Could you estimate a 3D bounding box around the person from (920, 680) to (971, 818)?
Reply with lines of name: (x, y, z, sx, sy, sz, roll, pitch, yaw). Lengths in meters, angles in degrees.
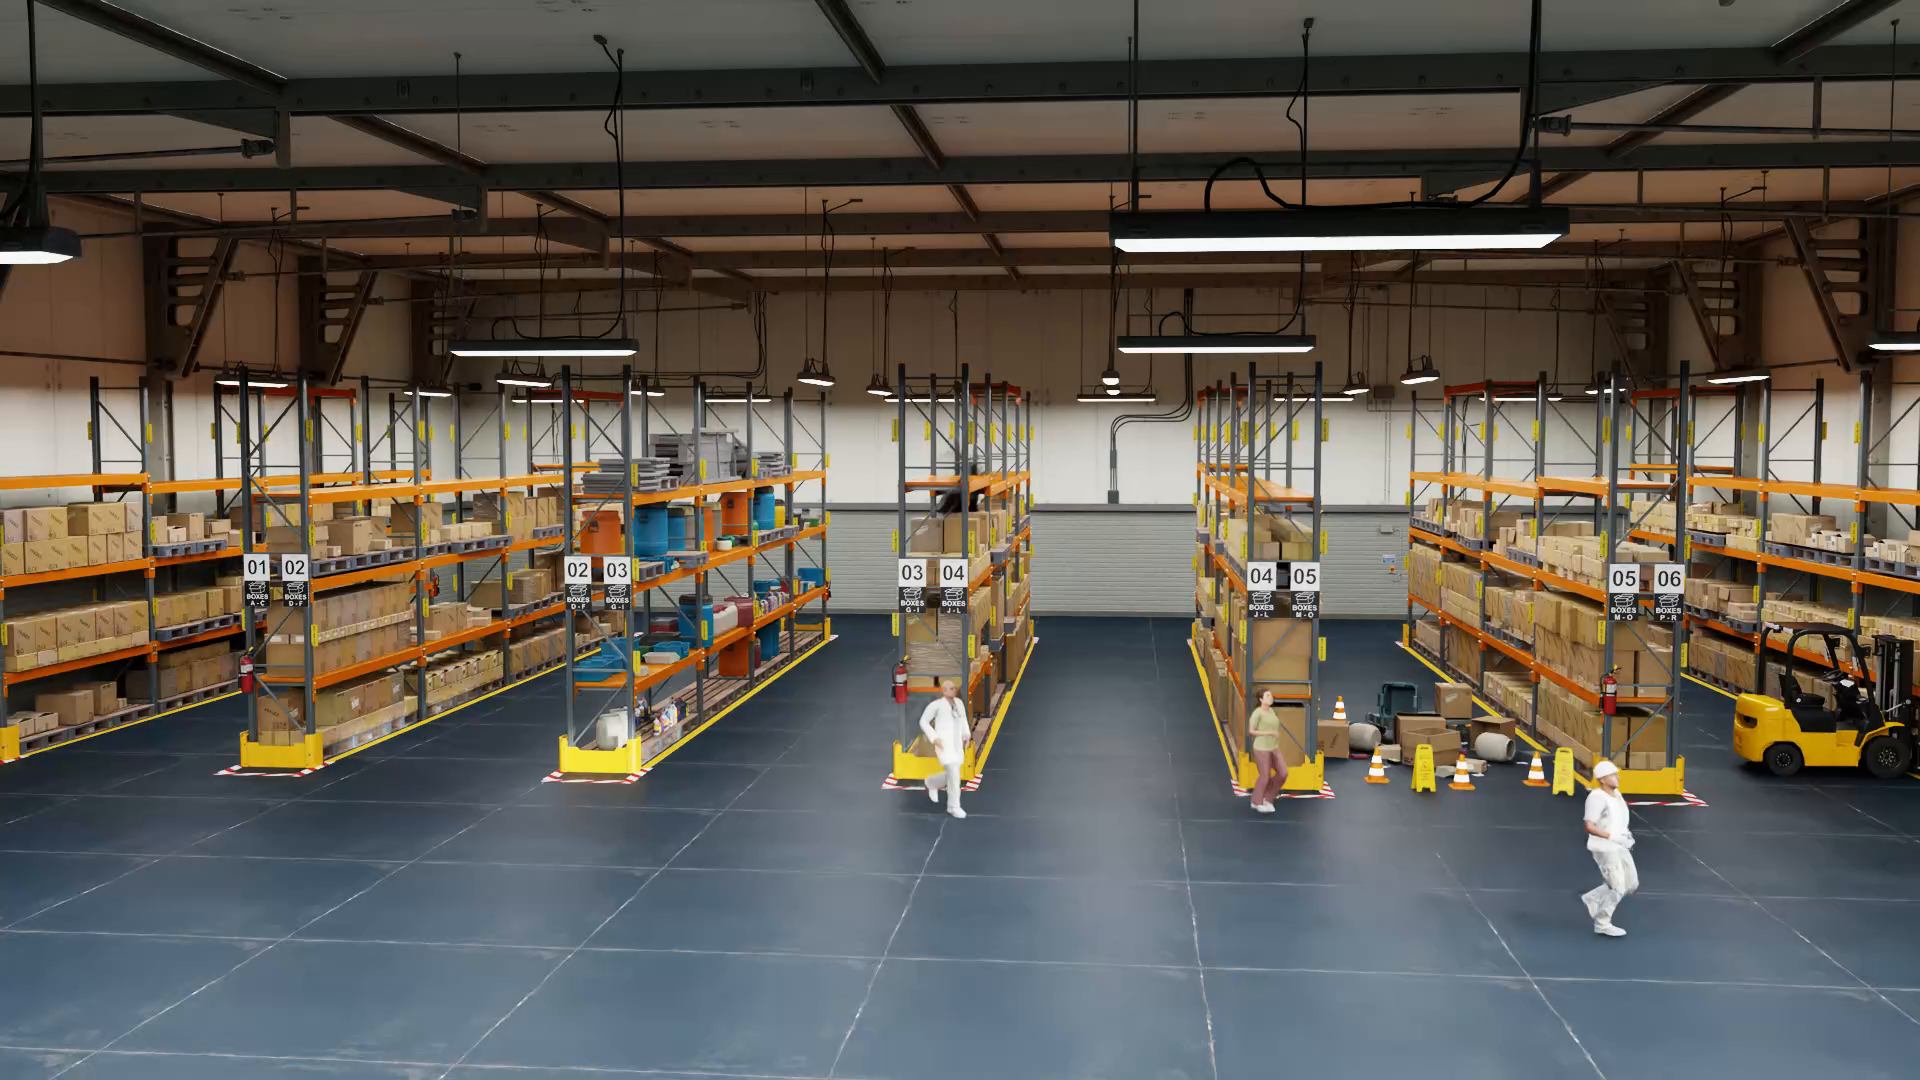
person: (-0.195, 2.775, 21.995, 0.739, 1.685, 0.875, -4, 5, -45)

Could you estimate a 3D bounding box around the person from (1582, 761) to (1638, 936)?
person: (6.476, 3.068, 16.570, 0.614, 1.734, 0.677, 3, 5, 43)

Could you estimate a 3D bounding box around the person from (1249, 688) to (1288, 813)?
person: (4.060, 2.786, 21.914, 0.582, 1.682, 0.557, -3, 5, -40)
